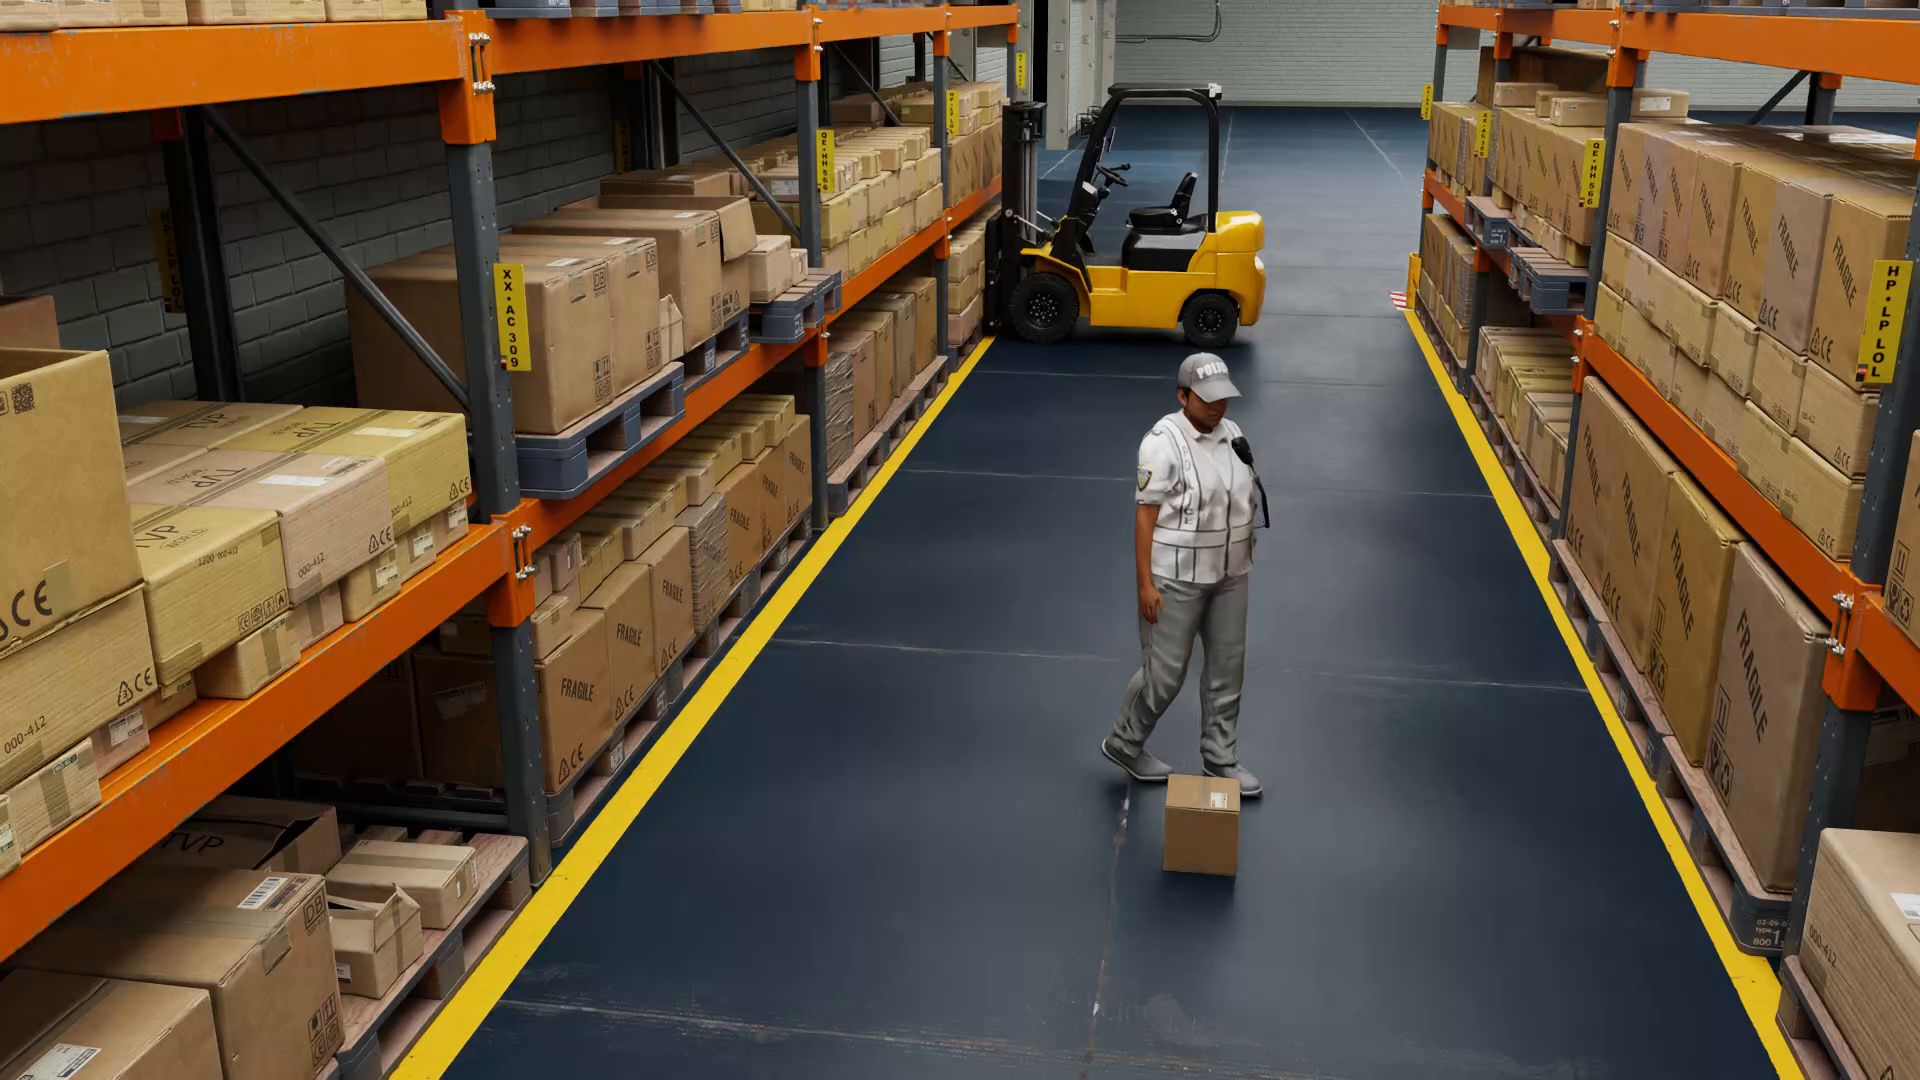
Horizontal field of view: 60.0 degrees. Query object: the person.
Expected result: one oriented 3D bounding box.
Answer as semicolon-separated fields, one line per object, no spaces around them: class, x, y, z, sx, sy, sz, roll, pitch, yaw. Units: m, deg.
person;0.864;0.136;6.120;0.497;1.674;0.542;-11;21;-29
